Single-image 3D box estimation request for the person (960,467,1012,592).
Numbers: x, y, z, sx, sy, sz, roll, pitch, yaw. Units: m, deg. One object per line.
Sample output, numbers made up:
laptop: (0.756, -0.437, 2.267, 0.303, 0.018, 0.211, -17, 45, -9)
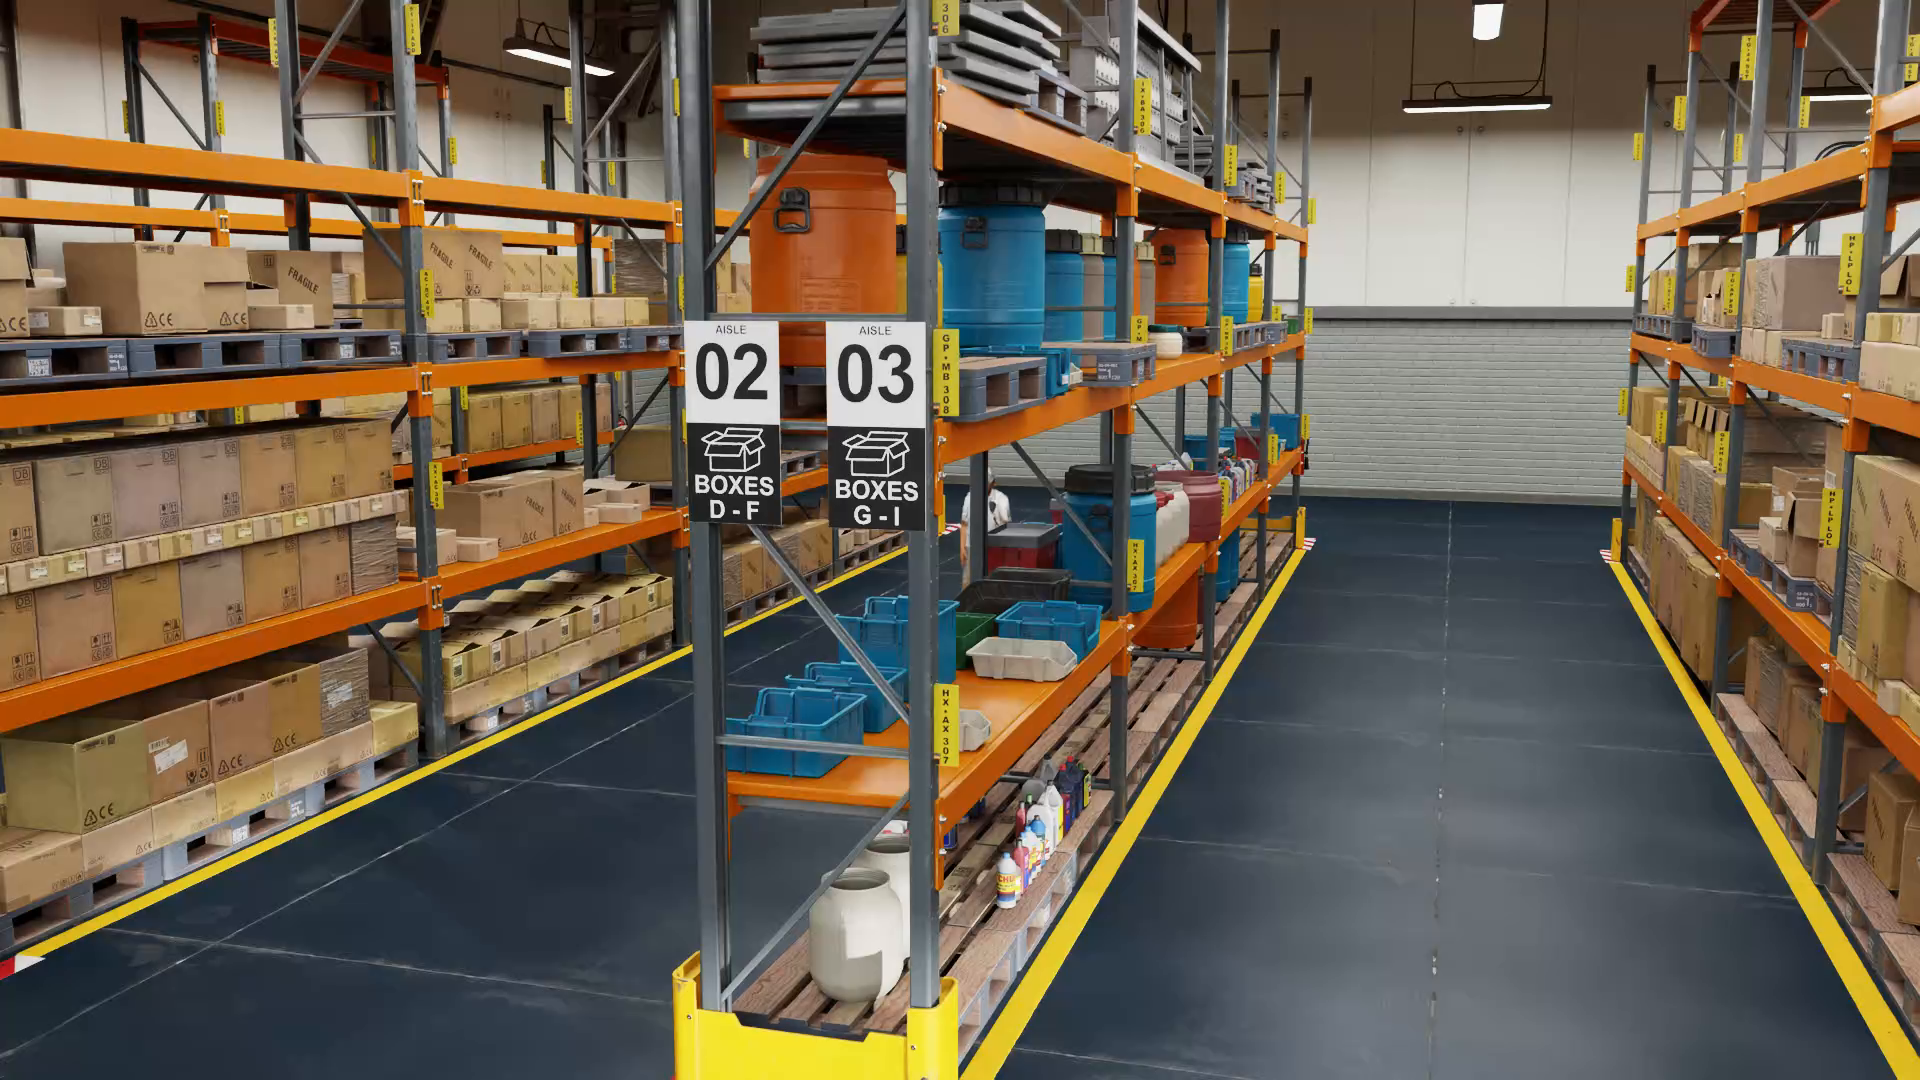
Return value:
person: (0.232, 0.119, 16.002, 0.528, 1.669, 0.443, 2, 9, 15)
